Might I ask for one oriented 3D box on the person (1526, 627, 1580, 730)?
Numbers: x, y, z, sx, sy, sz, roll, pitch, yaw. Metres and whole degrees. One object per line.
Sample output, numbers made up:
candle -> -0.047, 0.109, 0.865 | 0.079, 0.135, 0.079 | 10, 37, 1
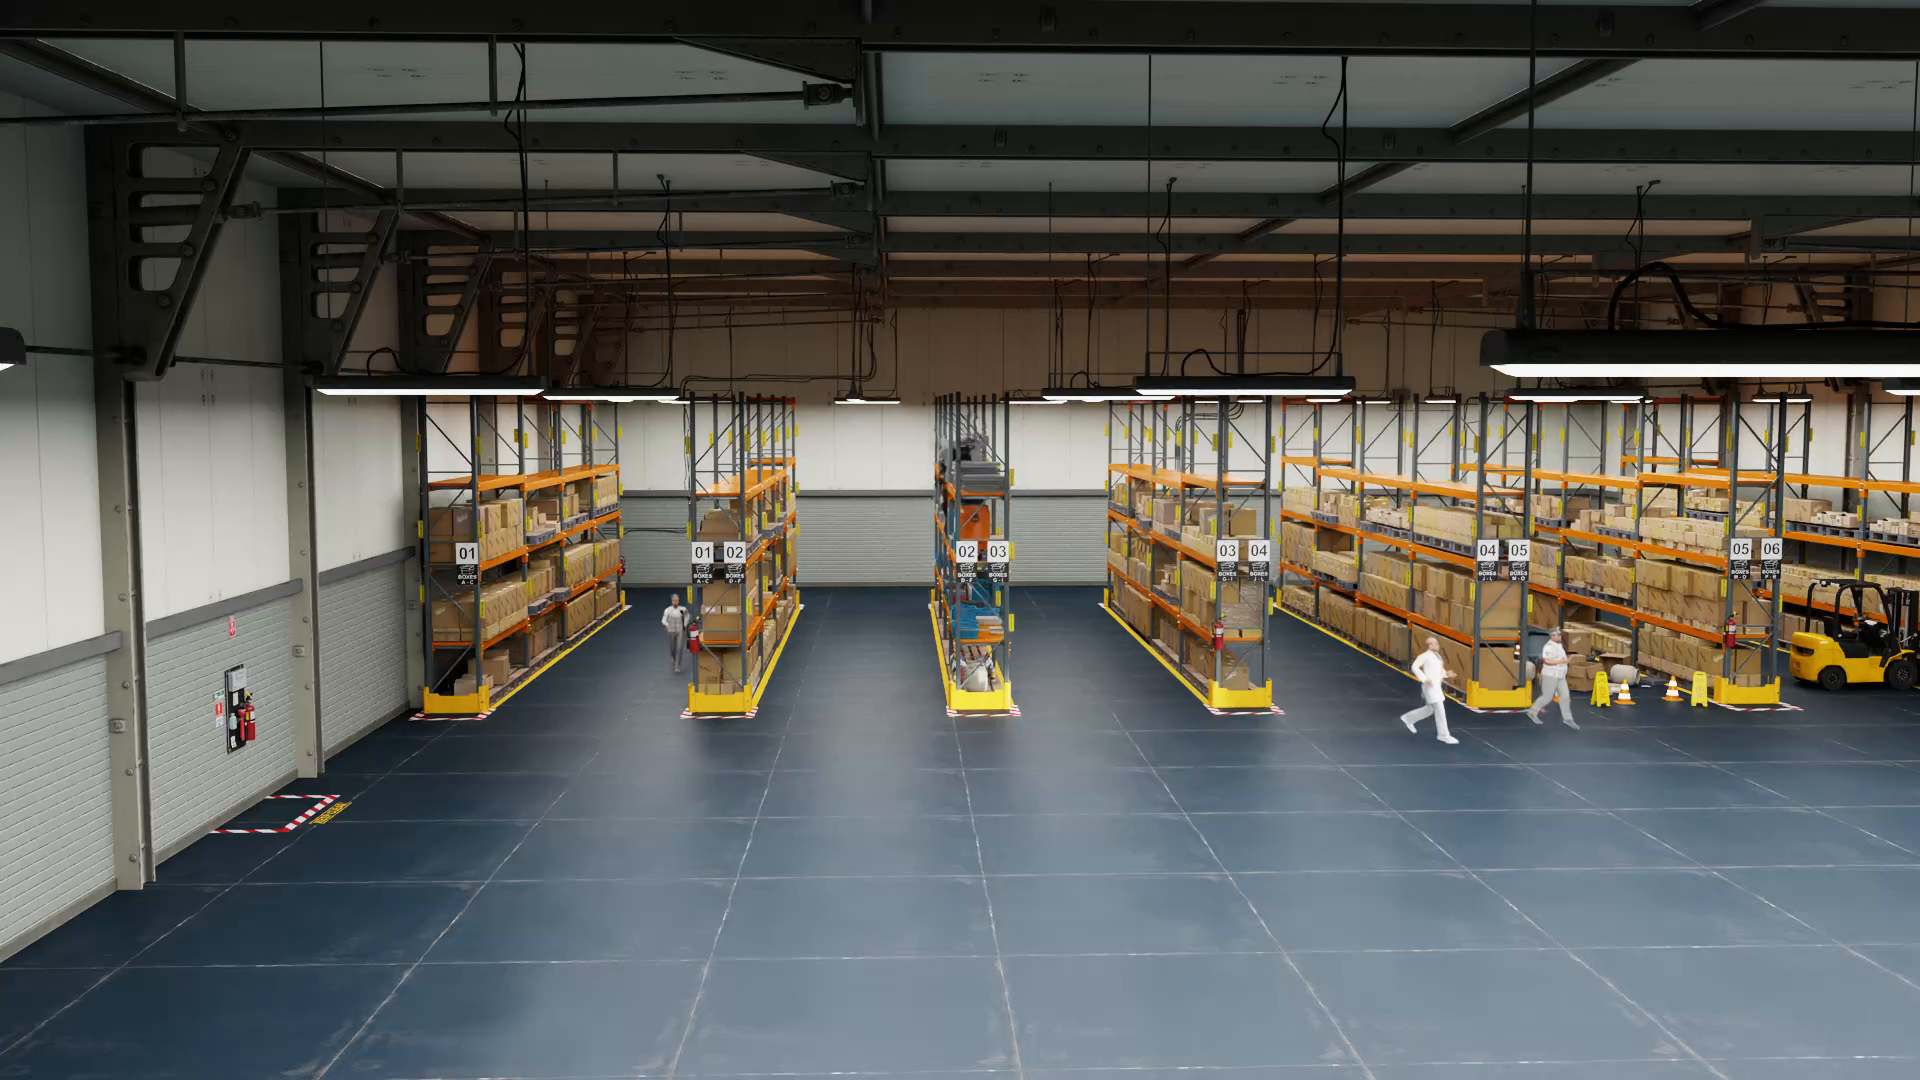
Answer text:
person -> 10.589, 2.445, 29.646 | 0.662, 1.816, 0.918 | -4, 6, -43

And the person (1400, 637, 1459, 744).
person -> 8.049, 2.555, 28.480 | 1.034, 1.788, 0.710 | 3, 5, 32

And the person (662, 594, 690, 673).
person -> -6.163, 1.995, 36.111 | 0.600, 1.676, 0.892 | -1, 5, -10

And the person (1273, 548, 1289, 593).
person -> 9.511, 1.006, 48.876 | 0.599, 1.681, 0.581 | -1, 5, -14
